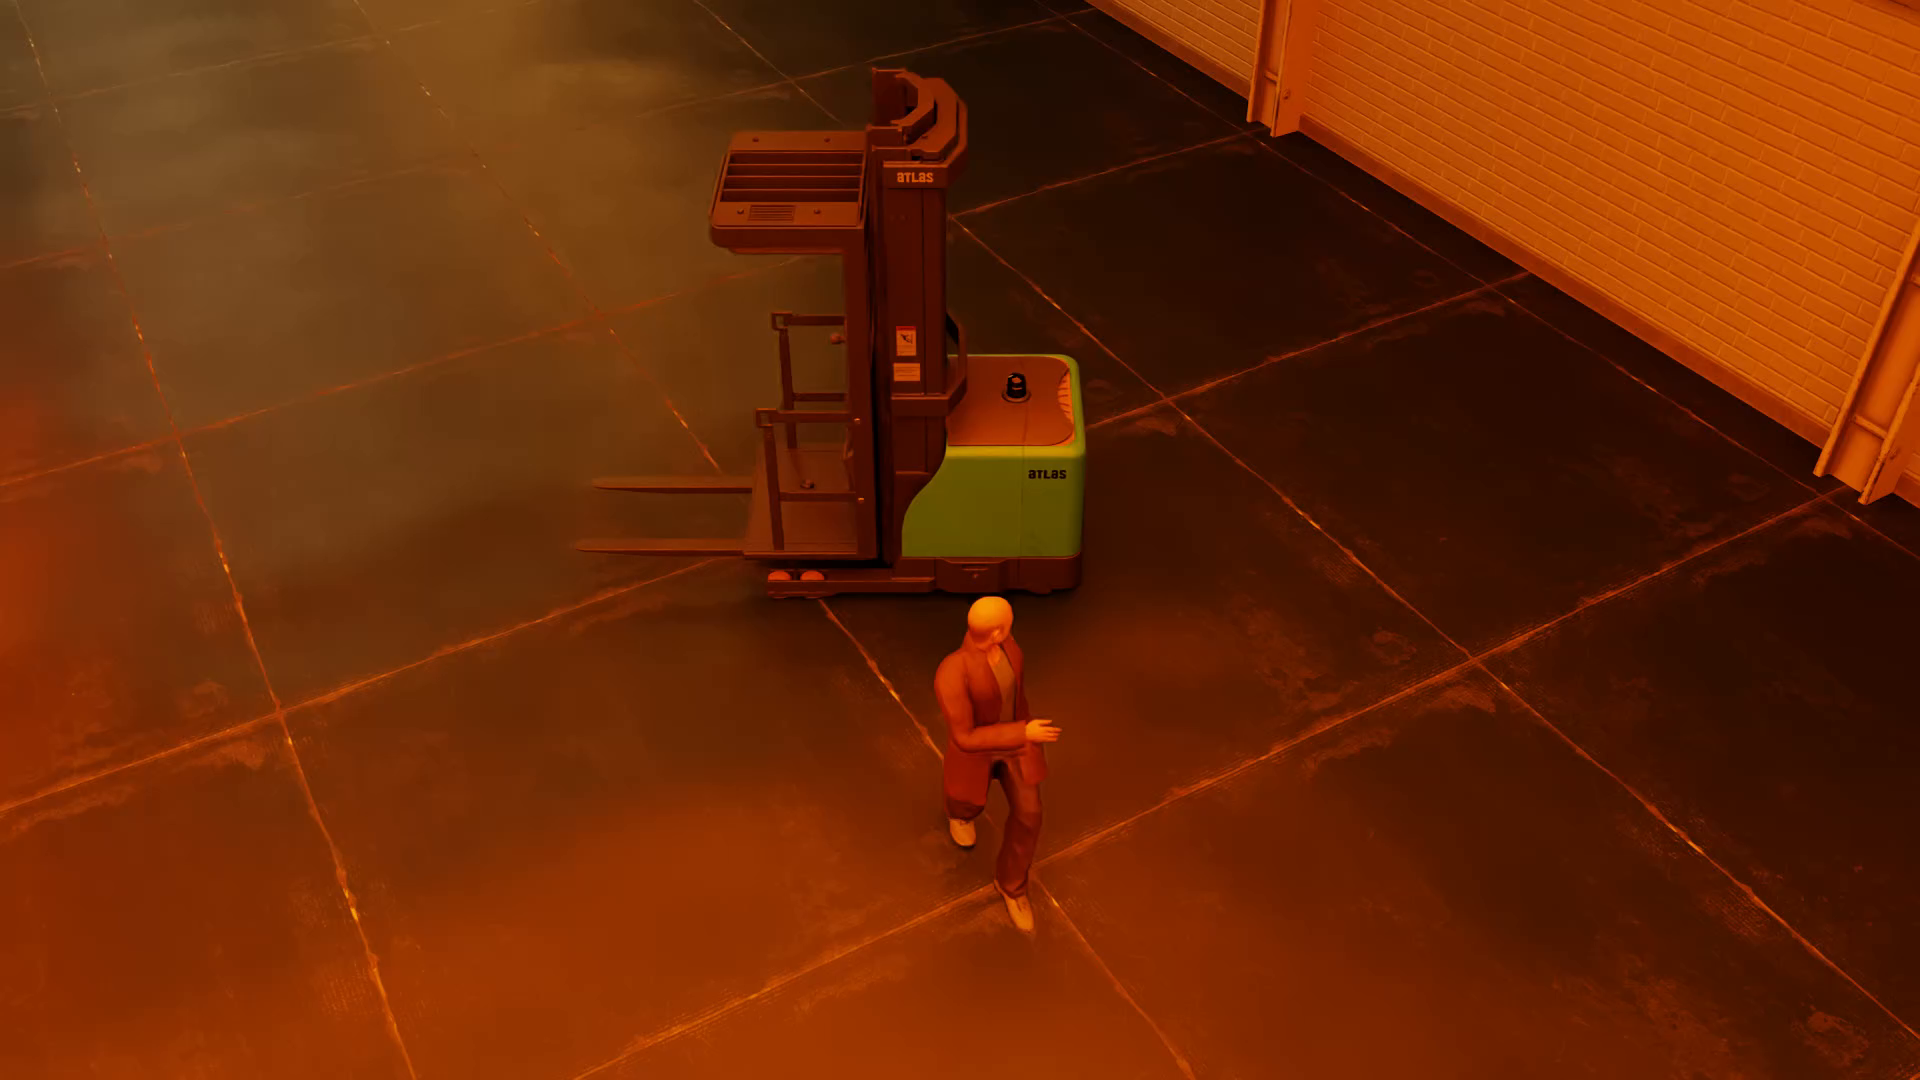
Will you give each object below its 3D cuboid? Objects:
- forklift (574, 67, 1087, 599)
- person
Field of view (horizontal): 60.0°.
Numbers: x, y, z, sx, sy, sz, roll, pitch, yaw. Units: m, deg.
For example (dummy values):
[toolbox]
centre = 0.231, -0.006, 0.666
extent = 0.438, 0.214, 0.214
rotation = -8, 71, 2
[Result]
[forklift]
centre = -0.791, -1.117, 9.383
extent = 3.031, 2.935, 1.130
rotation = 0, 40, 0
[person]
centre = 0.152, 0.955, 7.886
extent = 0.606, 1.721, 1.021
rotation = -20, 44, -22
